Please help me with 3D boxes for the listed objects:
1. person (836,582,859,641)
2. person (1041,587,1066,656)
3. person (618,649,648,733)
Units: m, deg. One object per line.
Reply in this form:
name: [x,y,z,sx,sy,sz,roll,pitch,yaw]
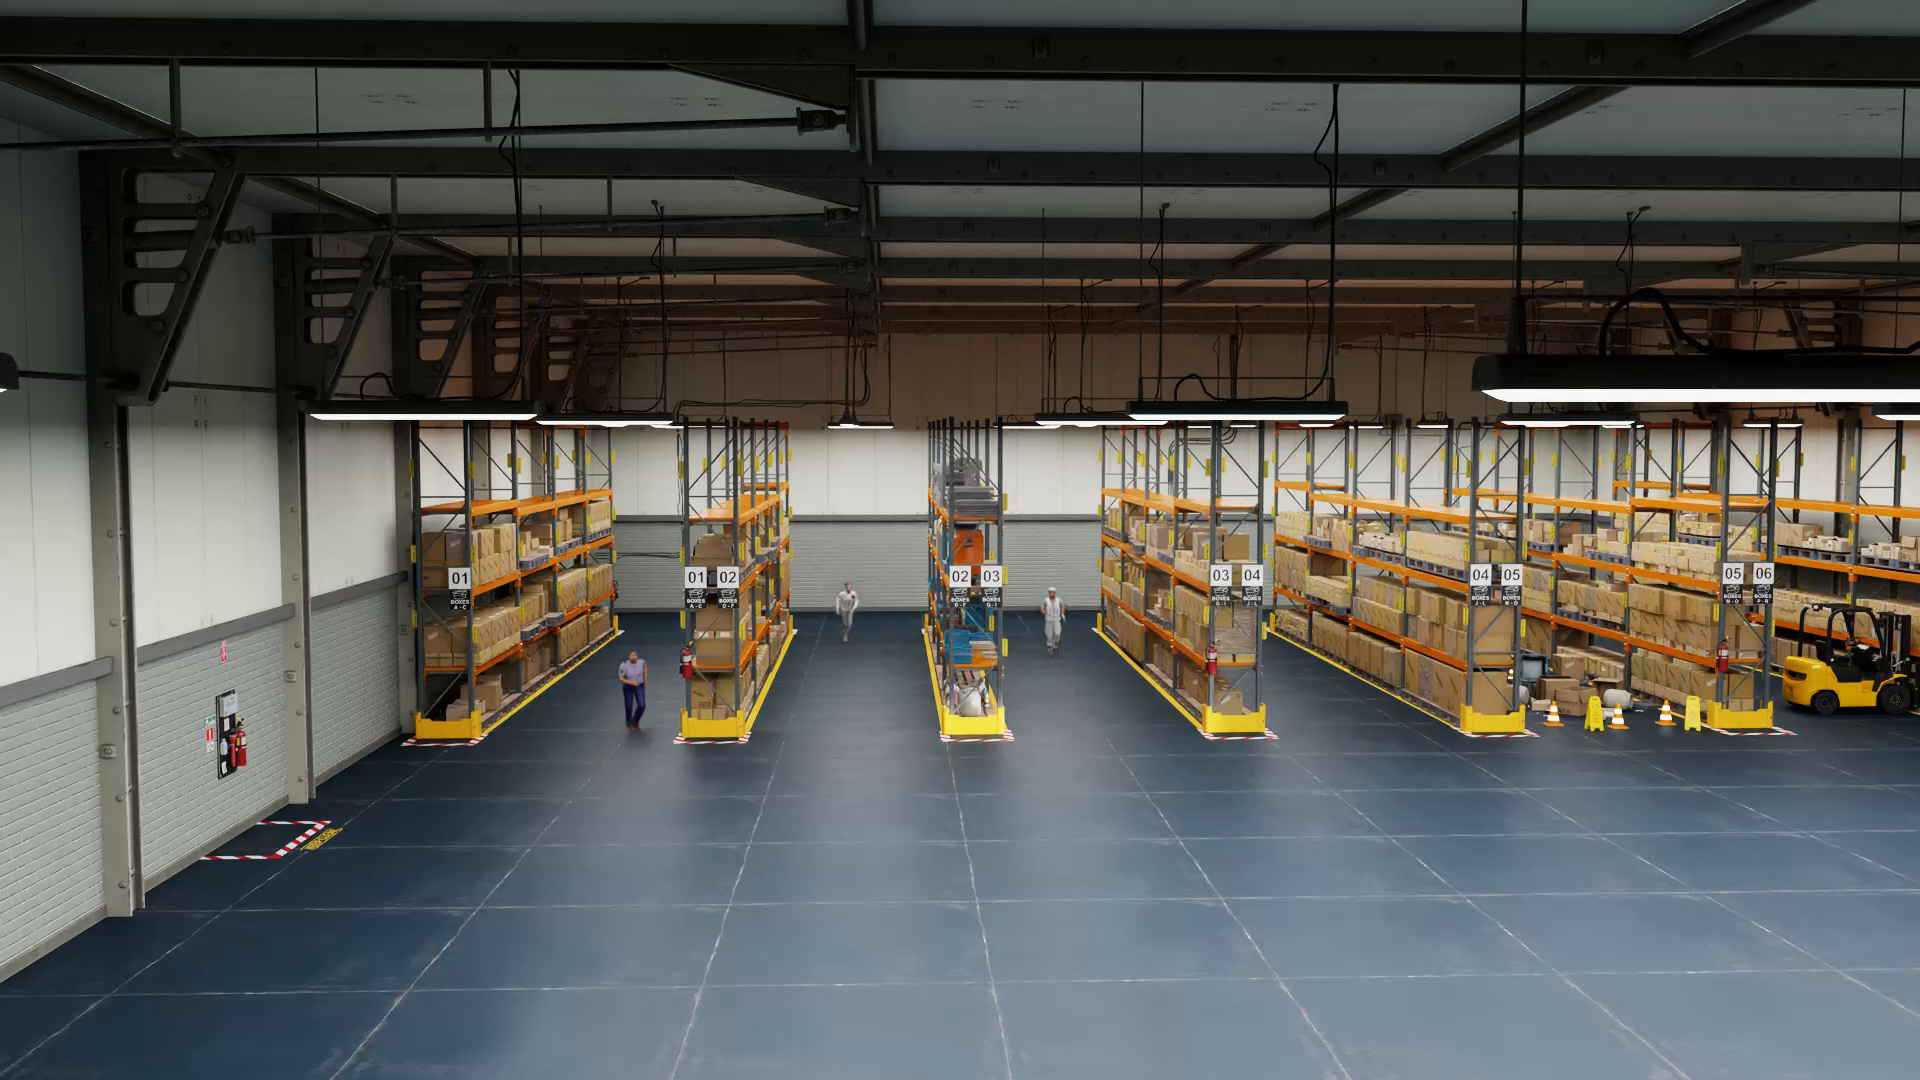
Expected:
person: [-3.095,1.945,45.643,0.609,1.624,0.613,-1,4,-17]
person: [2.372,2.073,42.270,0.652,1.766,0.770,0,4,-3]
person: [-6.249,2.871,31.772,0.576,1.617,0.760,-1,4,-17]
